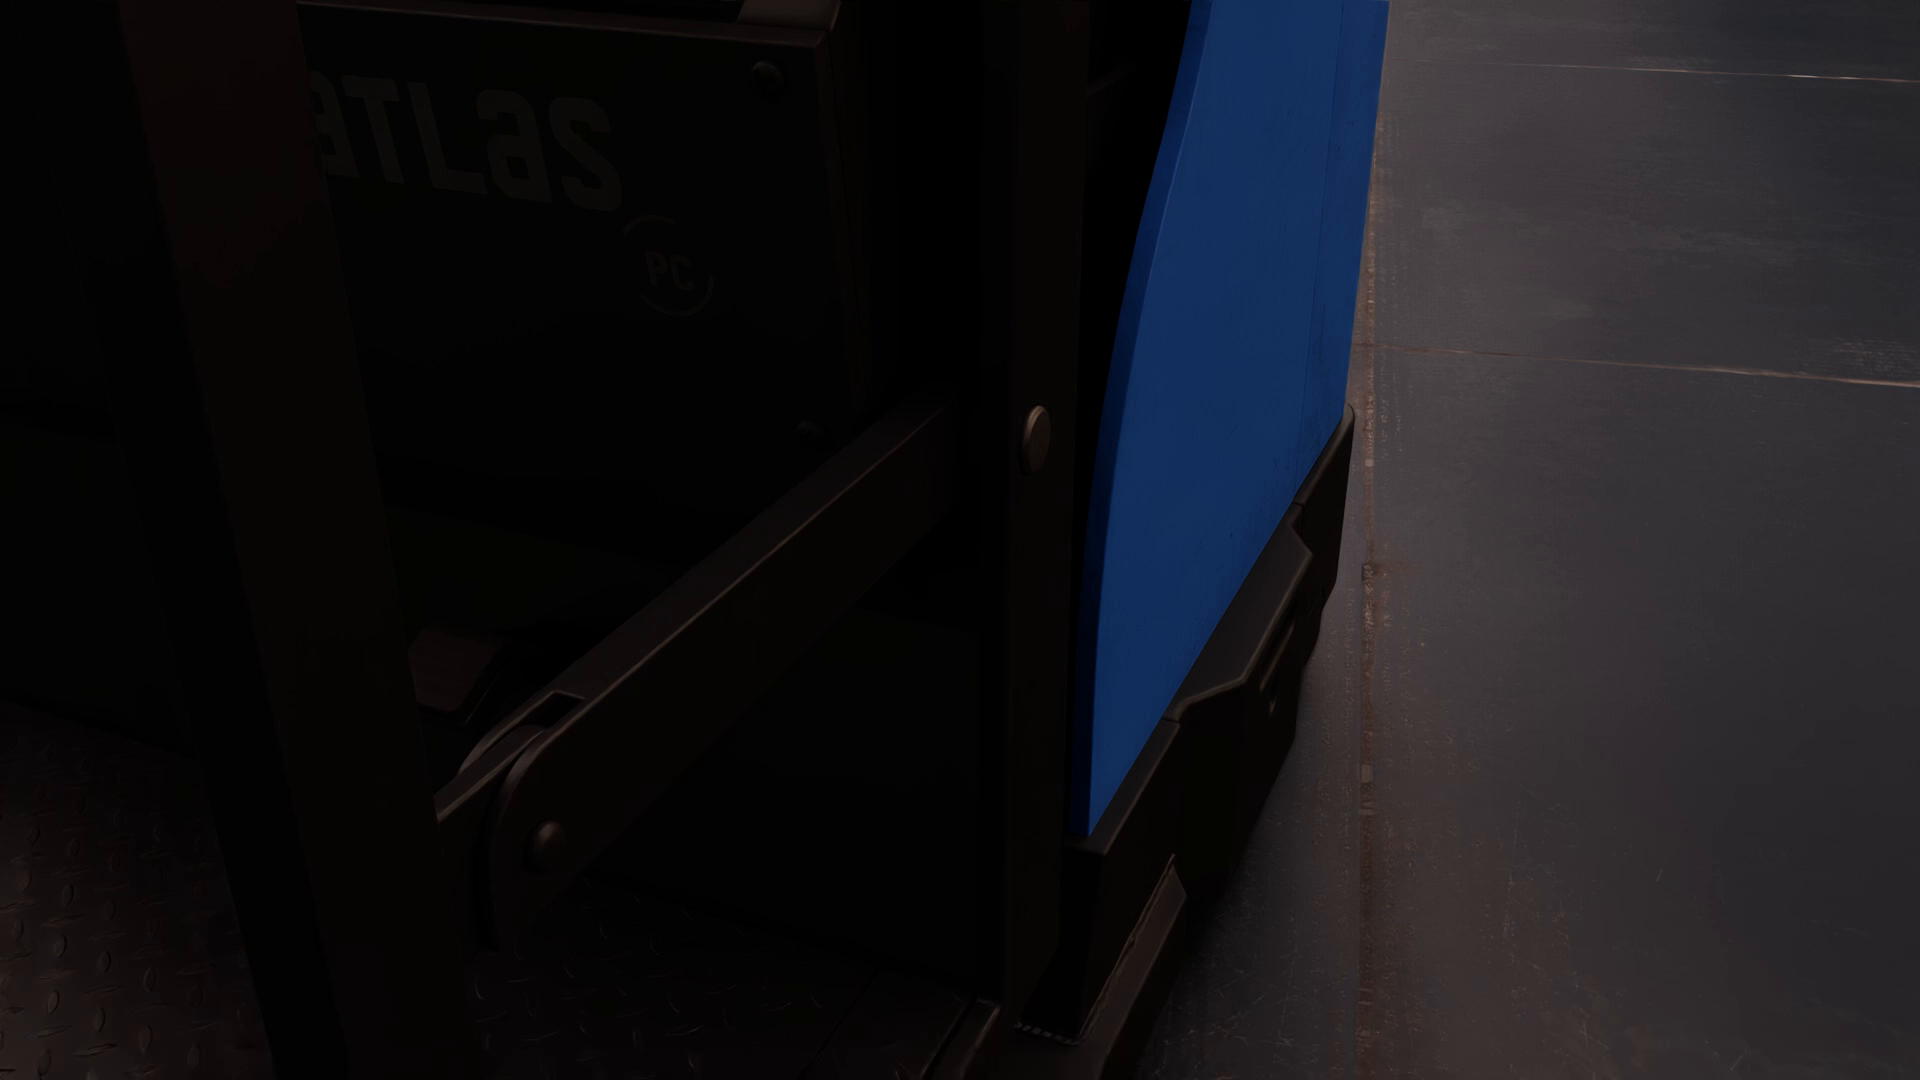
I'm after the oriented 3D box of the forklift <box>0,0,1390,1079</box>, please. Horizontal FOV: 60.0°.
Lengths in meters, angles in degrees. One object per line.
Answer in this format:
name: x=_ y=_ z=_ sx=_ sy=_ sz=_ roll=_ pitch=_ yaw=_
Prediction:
forklift: x=-0.548 y=-0.697 z=0.627 sx=1.130 sy=2.935 sz=3.031 roll=11 pitch=29 yaw=21
